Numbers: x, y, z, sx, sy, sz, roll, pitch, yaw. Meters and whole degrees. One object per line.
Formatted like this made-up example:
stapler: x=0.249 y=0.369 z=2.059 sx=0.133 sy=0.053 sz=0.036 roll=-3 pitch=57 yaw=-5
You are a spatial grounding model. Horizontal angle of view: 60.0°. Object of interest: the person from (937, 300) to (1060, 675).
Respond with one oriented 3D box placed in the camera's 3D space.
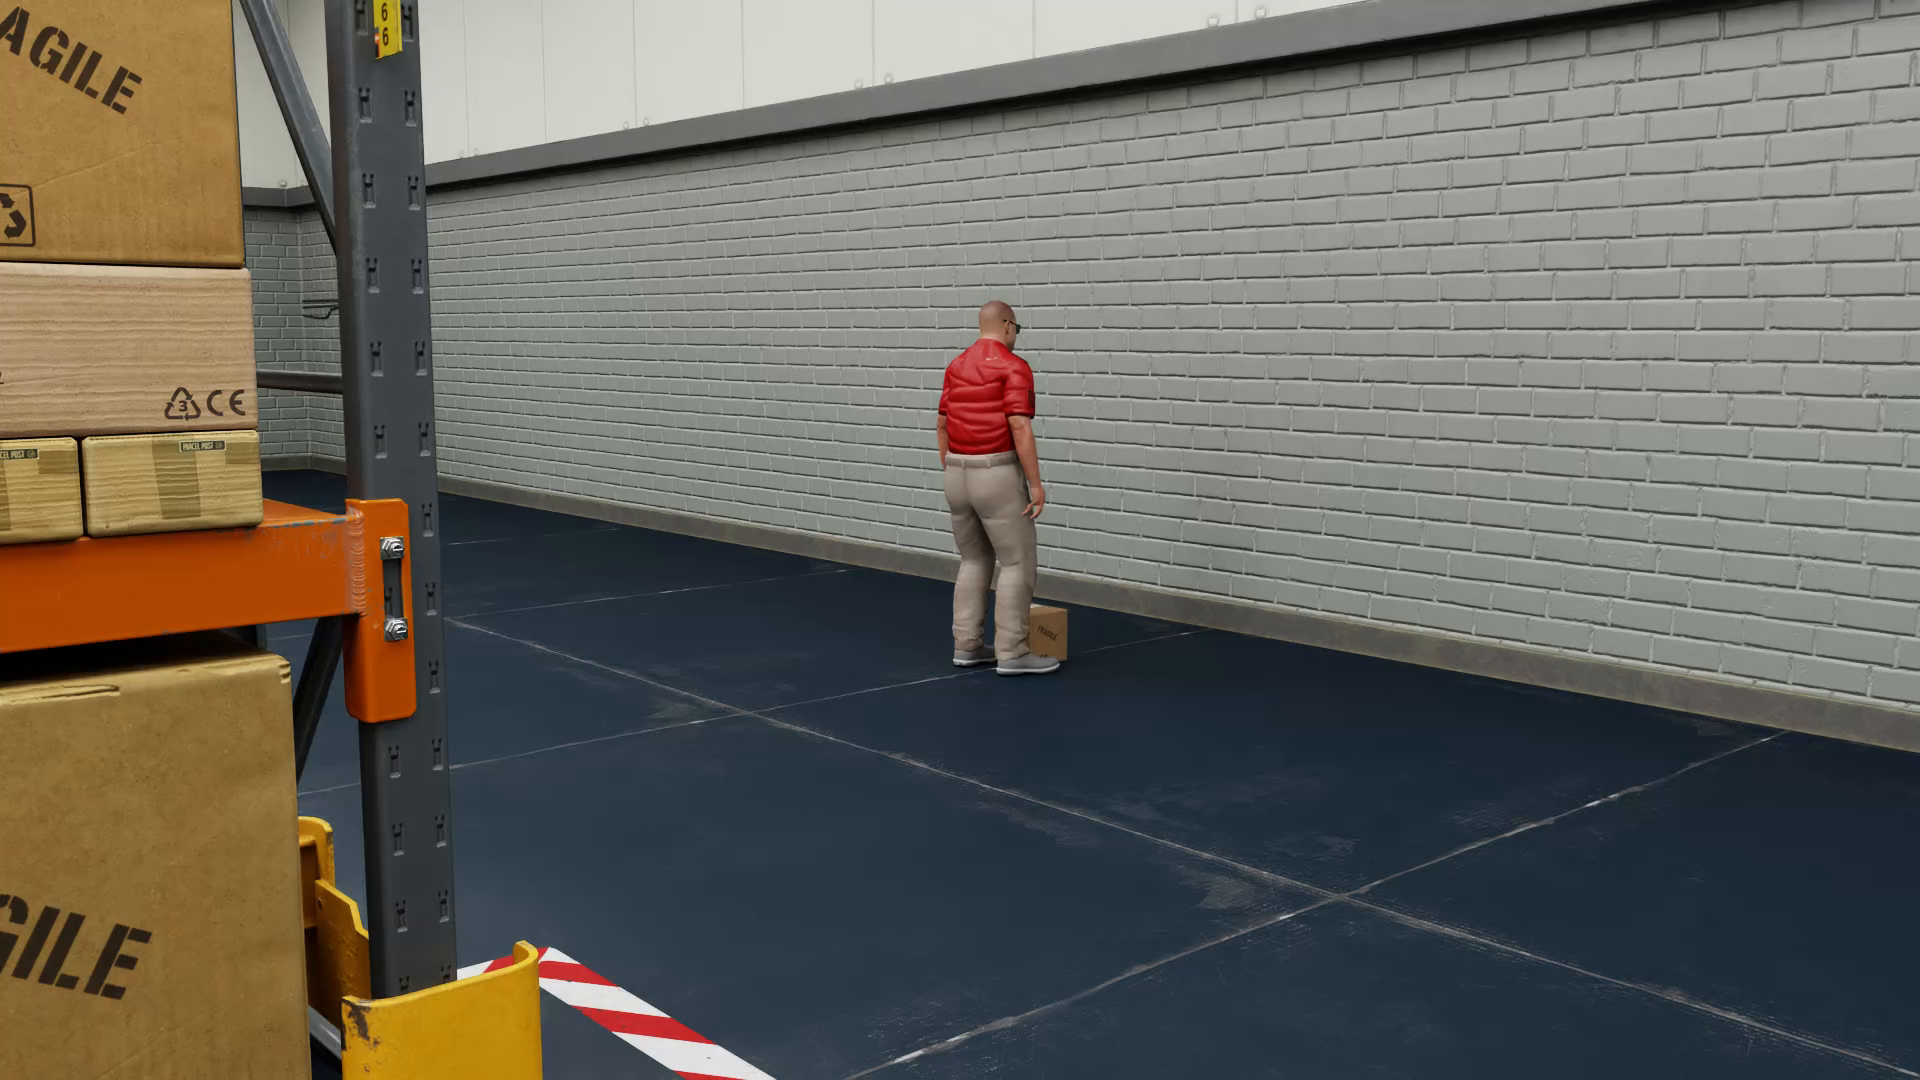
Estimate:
person: x=0.154 y=-0.253 z=7.796 sx=0.390 sy=1.726 sz=0.604 roll=-7 pitch=10 yaw=-44
